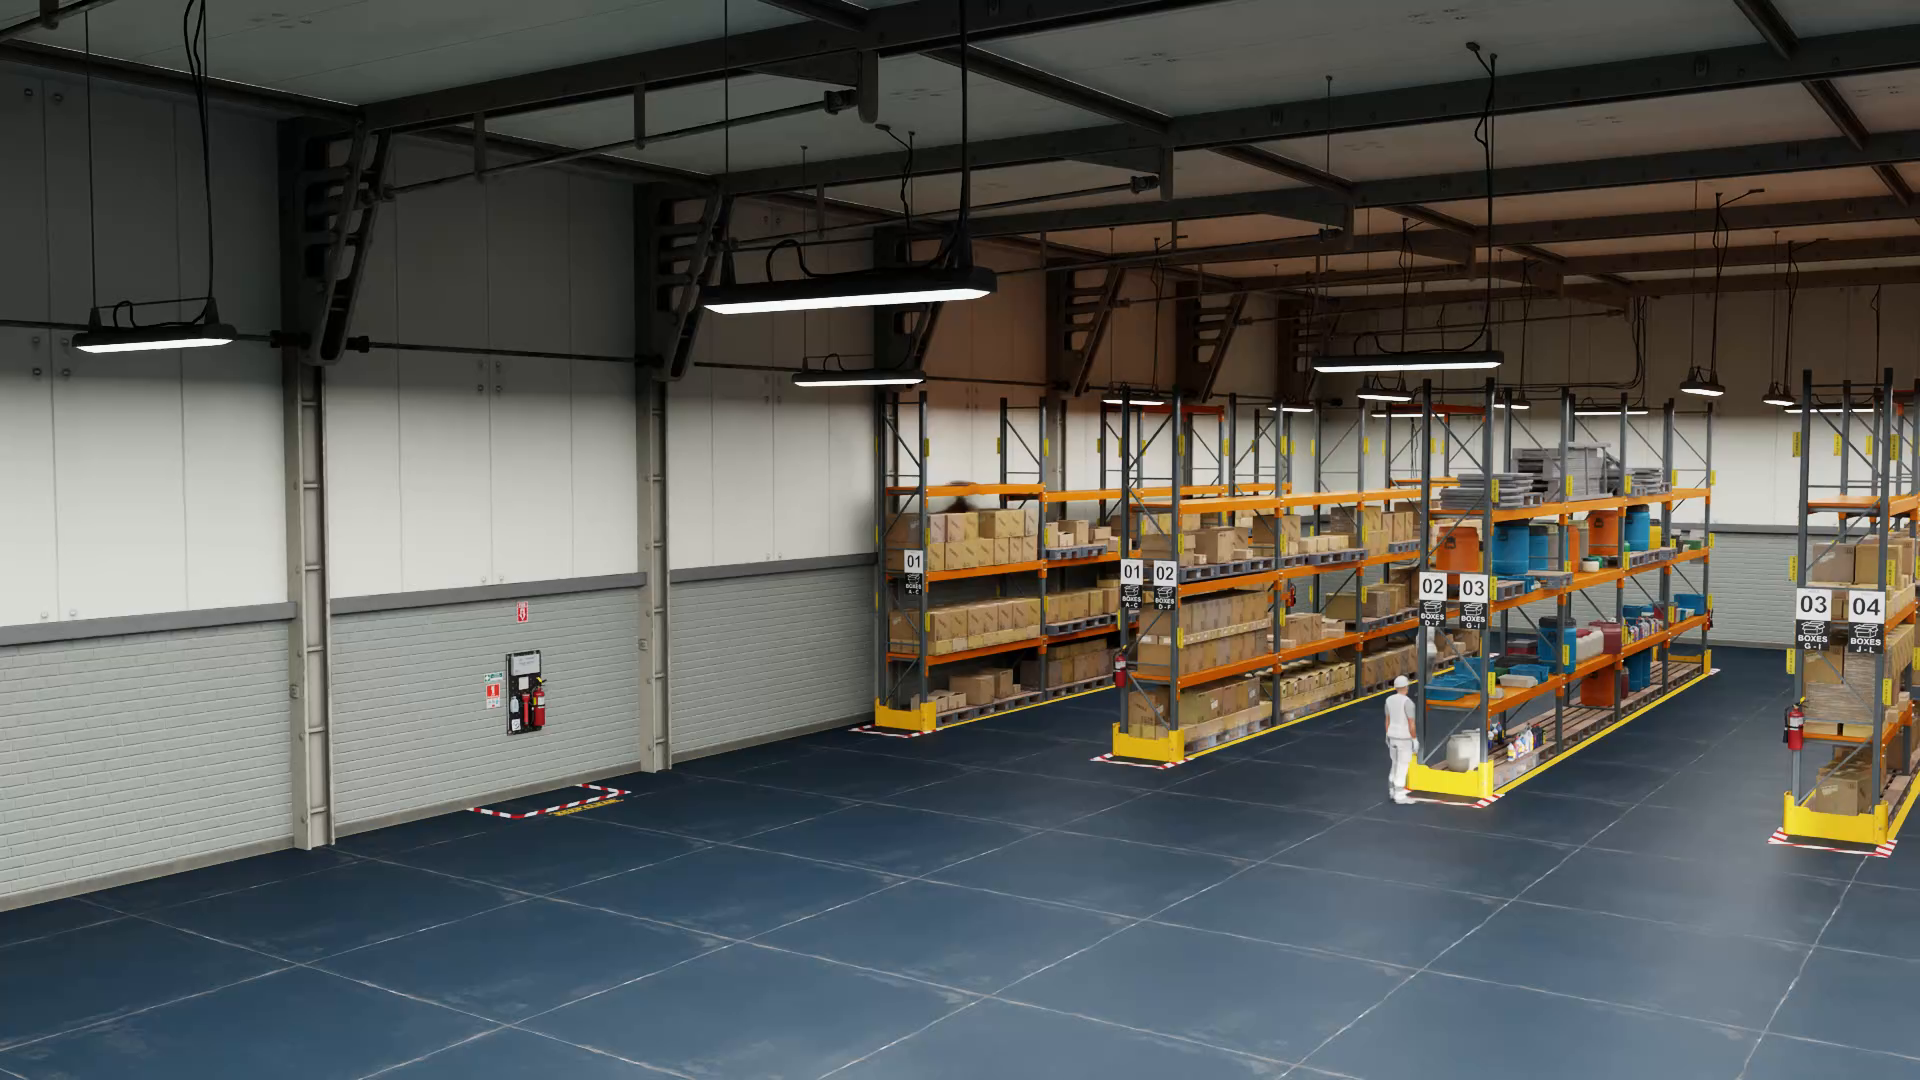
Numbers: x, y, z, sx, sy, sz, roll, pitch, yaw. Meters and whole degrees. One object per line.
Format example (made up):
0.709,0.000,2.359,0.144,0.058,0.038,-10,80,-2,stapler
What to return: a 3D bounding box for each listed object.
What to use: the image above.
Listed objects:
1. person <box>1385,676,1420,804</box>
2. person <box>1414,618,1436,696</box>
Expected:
6.264,2.830,23.443,0.410,1.831,0.616,-1,3,-24,person
9.328,2.319,33.322,0.406,1.670,0.495,2,4,33,person
